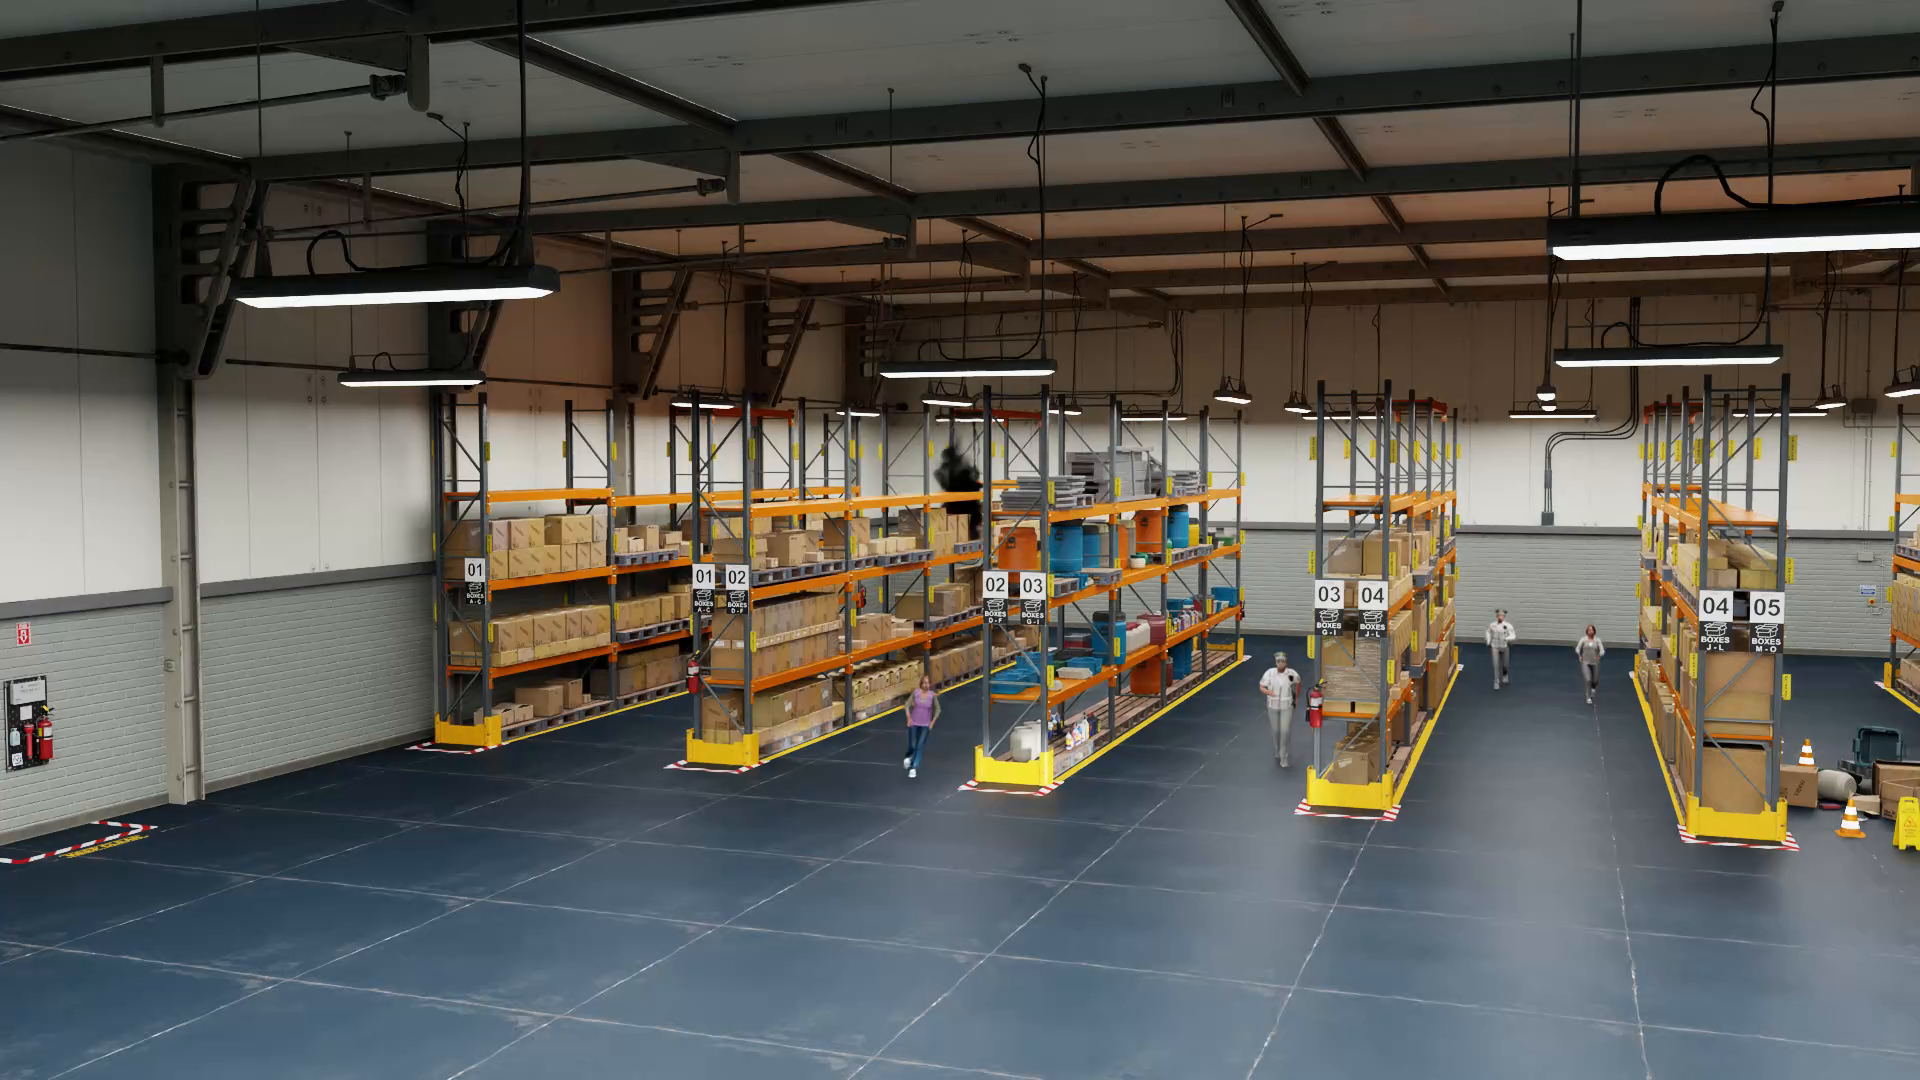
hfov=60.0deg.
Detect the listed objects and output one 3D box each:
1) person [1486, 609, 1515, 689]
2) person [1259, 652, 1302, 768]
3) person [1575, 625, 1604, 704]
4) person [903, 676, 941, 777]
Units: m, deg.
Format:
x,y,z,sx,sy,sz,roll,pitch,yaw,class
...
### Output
x,y,z,sx,sy,sz,roll,pitch,yaw,class
11.406,2.284,35.124,0.623,1.665,0.877,1,3,23,person
5.135,2.697,26.705,0.647,1.828,0.863,1,3,17,person
12.520,2.464,33.067,0.540,1.551,0.637,1,3,17,person
-0.586,2.863,25.715,0.583,1.550,0.524,0,3,-2,person
